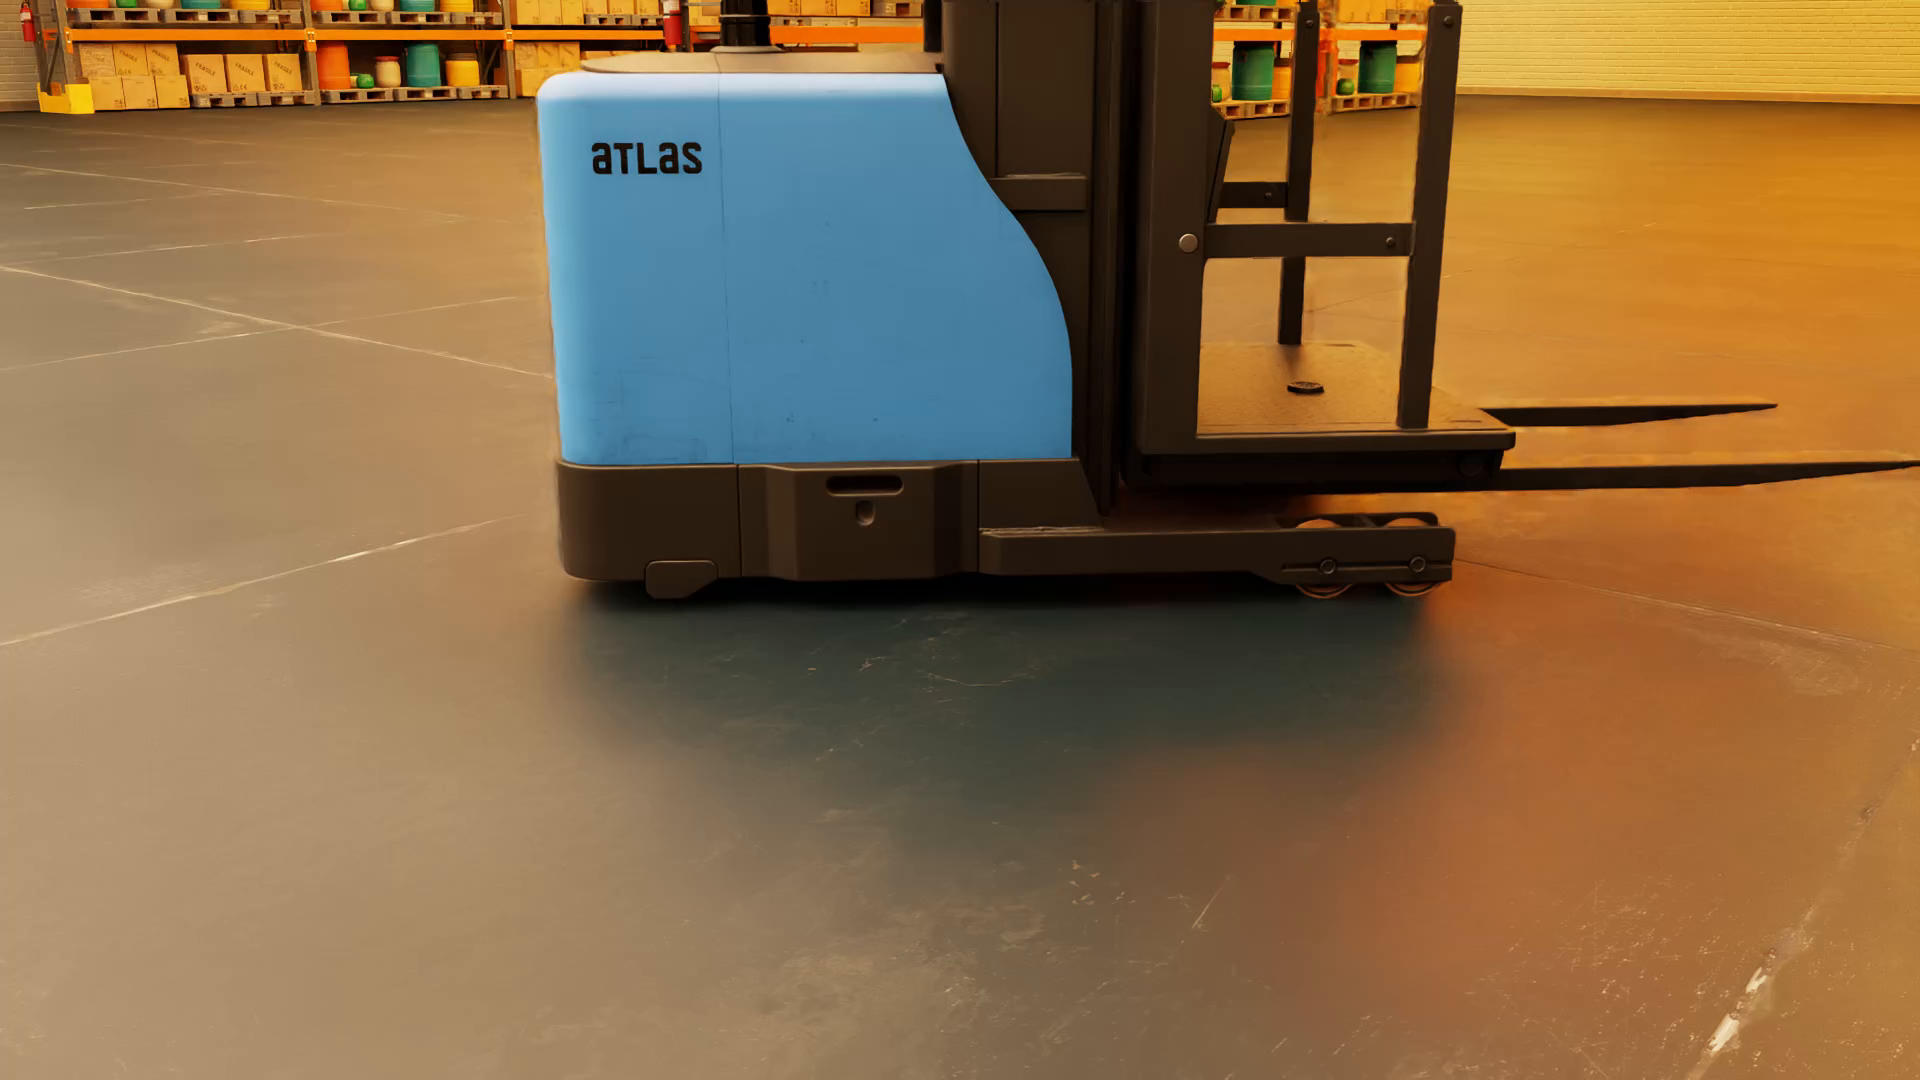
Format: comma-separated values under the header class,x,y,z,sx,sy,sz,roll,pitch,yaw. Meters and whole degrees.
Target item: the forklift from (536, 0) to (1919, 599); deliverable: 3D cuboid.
class,x,y,z,sx,sy,sz,roll,pitch,yaw
forklift,0.645,-1.430,3.608,3.031,2.935,1.130,-1,17,-4
